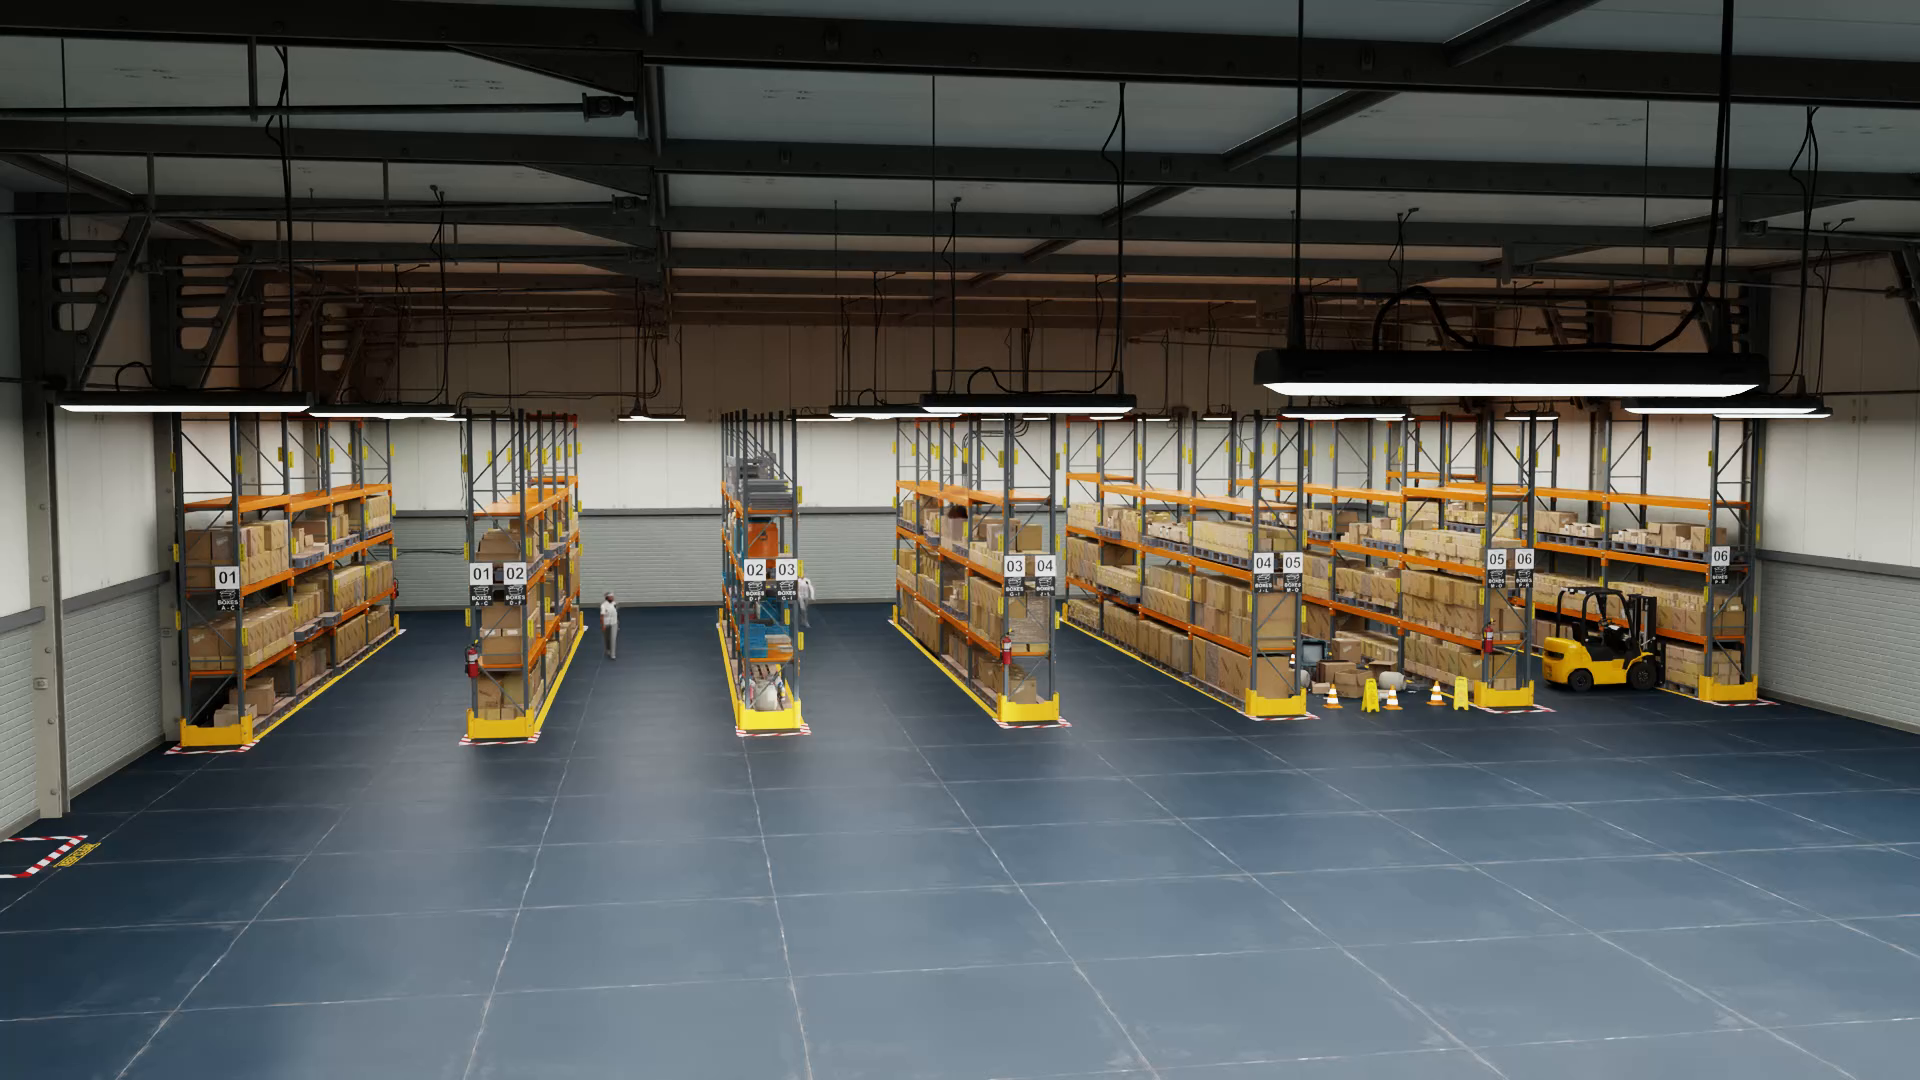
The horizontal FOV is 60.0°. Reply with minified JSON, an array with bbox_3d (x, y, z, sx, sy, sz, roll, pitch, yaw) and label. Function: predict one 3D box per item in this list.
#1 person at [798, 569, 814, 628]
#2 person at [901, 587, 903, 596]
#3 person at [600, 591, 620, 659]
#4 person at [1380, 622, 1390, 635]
[{"bbox_3d":[-4.444,1.649,47.047,0.553,1.674,0.928,-2,4,-25],"label":"person"},{"bbox_3d":[-1.484,1.534,48.802,0.504,1.658,0.725,0,4,2],"label":"person"},{"bbox_3d":[-8.552,2.064,40.642,0.431,1.655,0.926,0,4,-6],"label":"person"},{"bbox_3d":[11.458,1.792,45.022,0.403,1.598,0.447,1,4,9],"label":"person"}]
